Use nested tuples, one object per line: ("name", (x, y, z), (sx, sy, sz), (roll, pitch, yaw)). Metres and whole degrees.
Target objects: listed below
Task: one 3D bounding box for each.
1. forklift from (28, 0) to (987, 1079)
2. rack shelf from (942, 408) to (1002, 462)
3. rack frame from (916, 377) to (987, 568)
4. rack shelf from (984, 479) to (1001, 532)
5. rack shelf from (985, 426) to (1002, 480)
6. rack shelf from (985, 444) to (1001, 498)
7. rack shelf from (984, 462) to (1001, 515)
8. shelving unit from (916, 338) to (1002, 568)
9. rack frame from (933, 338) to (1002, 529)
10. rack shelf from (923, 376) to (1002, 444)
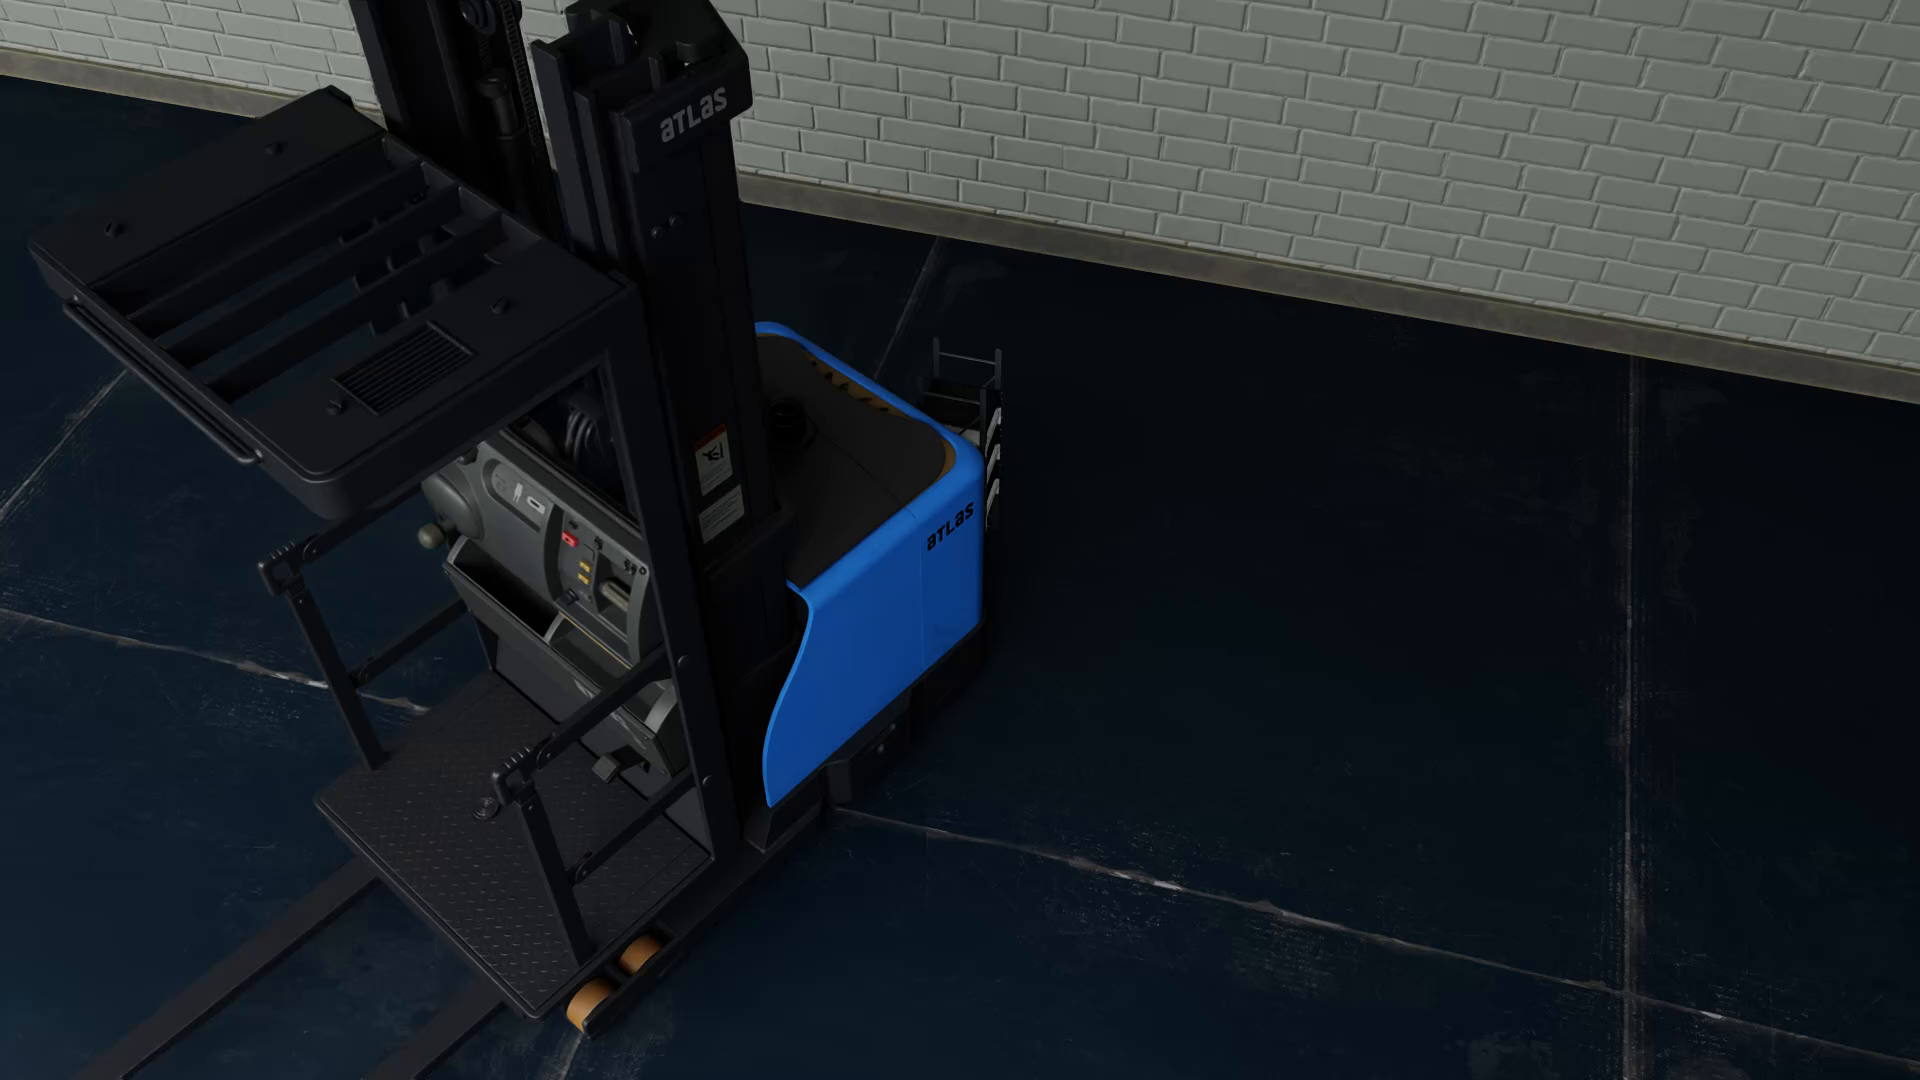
("forklift", (-1.264, 0.059, 4.243), (1.130, 2.935, 3.031), (34, 57, 26))
("rack shelf", (-0.002, -0.389, 5.797), (0.258, 0.077, 0.200), (12, 50, 10))
("rack frame", (-0.029, -0.218, 5.843), (0.240, 0.900, 0.006), (12, 50, 10))
("rack shelf", (-0.002, -0.151, 6.067), (0.258, 0.077, 0.200), (12, 50, 10))
("rack shelf", (-0.002, -0.329, 5.865), (0.258, 0.077, 0.200), (12, 50, 10))
("rack shelf", (-0.002, -0.270, 5.932), (0.258, 0.077, 0.200), (12, 50, 10))
("rack shelf", (-0.002, -0.210, 6.000), (0.258, 0.077, 0.200), (12, 50, 10))
("shelving unit", (-0.002, -0.292, 5.907), (0.258, 0.900, 0.210), (12, 50, 10))
("rack frame", (0.025, -0.365, 5.972), (0.240, 0.900, 0.006), (12, 50, 10))
("rack shelf", (-0.002, -0.449, 5.730), (0.258, 0.077, 0.200), (12, 50, 10))
